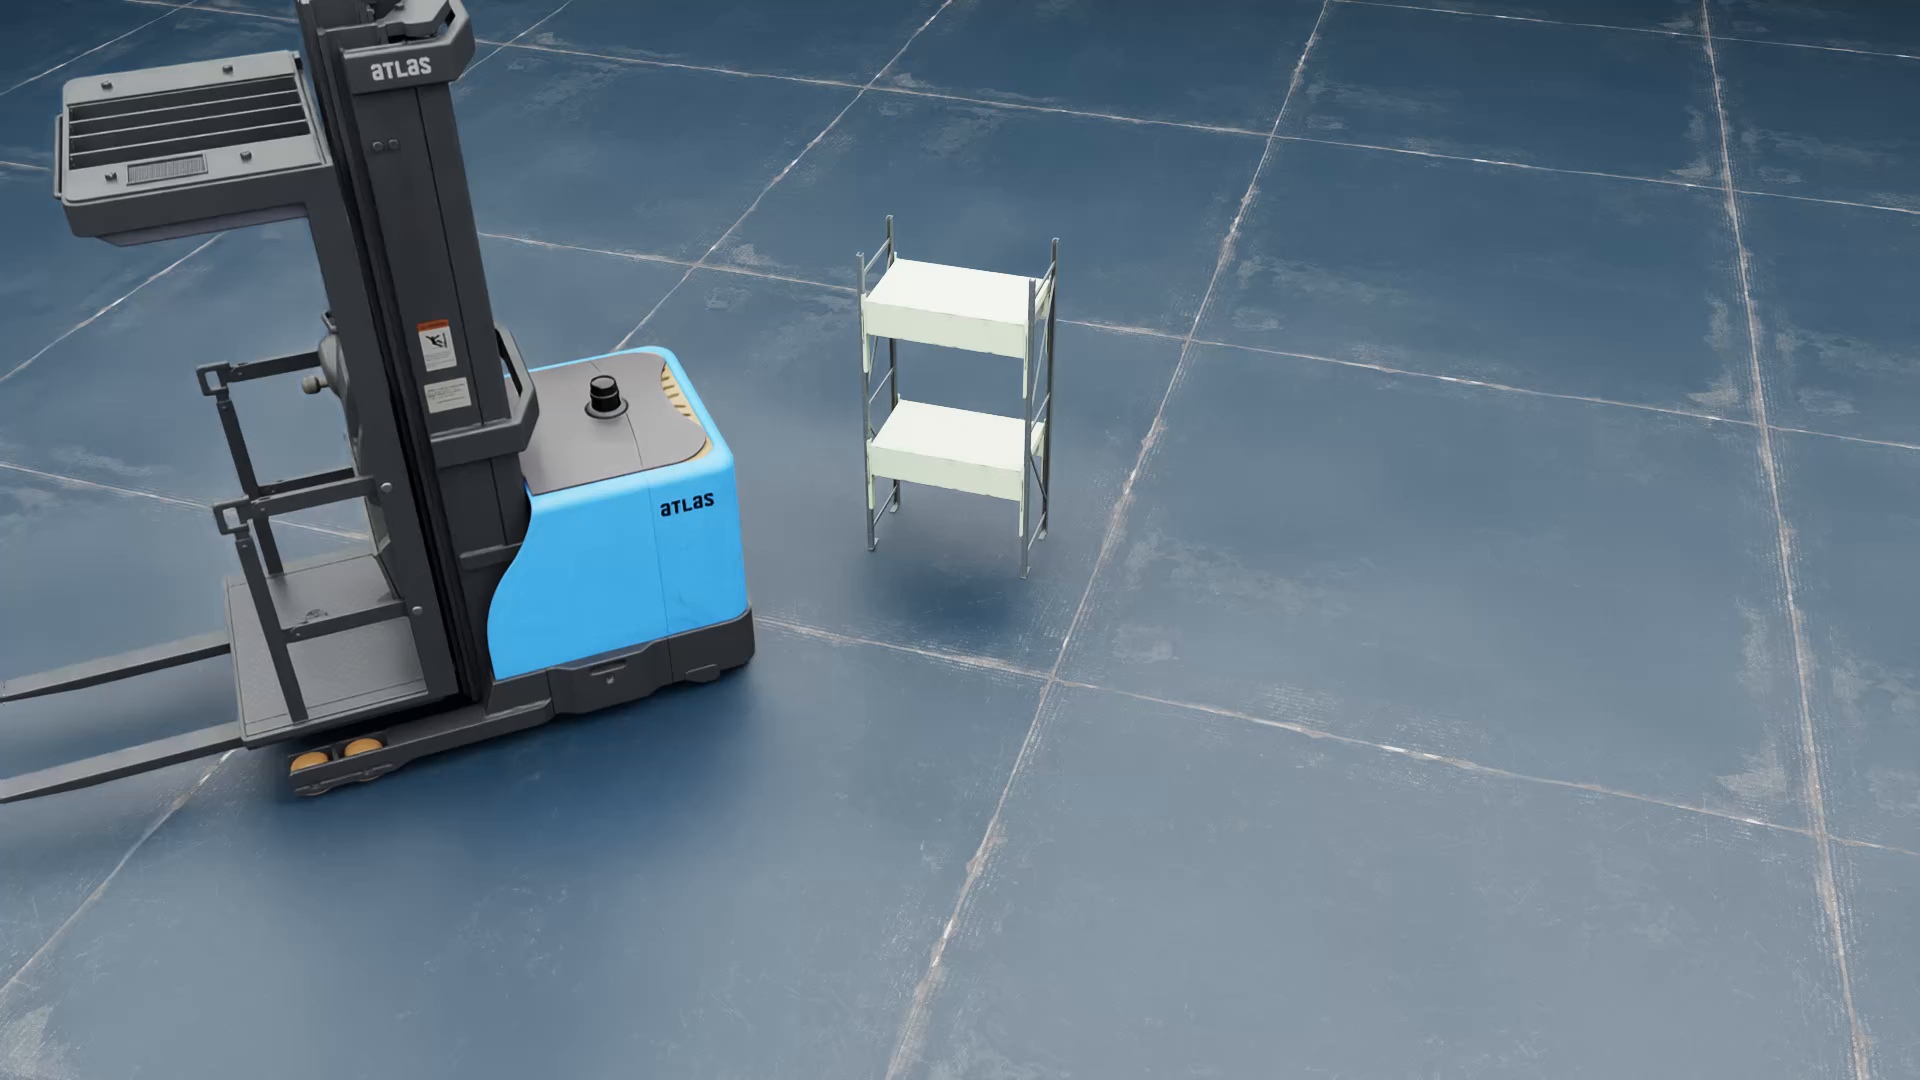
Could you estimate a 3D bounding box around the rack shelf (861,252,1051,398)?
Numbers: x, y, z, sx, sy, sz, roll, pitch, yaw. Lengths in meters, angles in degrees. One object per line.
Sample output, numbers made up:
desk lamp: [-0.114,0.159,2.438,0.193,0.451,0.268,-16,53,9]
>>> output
rack shelf: [-0.006,-0.919,7.076,0.720,0.370,0.431,10,38,14]

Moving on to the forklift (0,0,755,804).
forklift: [-2.427,-0.554,6.030,3.031,2.935,1.130,-14,39,-19]

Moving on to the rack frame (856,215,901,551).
rack frame: [-0.356,-0.670,7.395,0.023,1.500,0.400,10,38,14]

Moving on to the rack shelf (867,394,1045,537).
rack shelf: [-0.006,-0.343,7.500,0.720,0.370,0.431,10,38,14]

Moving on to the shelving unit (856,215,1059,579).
shelving unit: [-0.006,-0.605,7.307,0.755,1.500,0.431,10,38,14]

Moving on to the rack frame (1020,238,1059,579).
rack frame: [0.343,-0.541,7.219,0.023,1.500,0.400,10,38,14]
